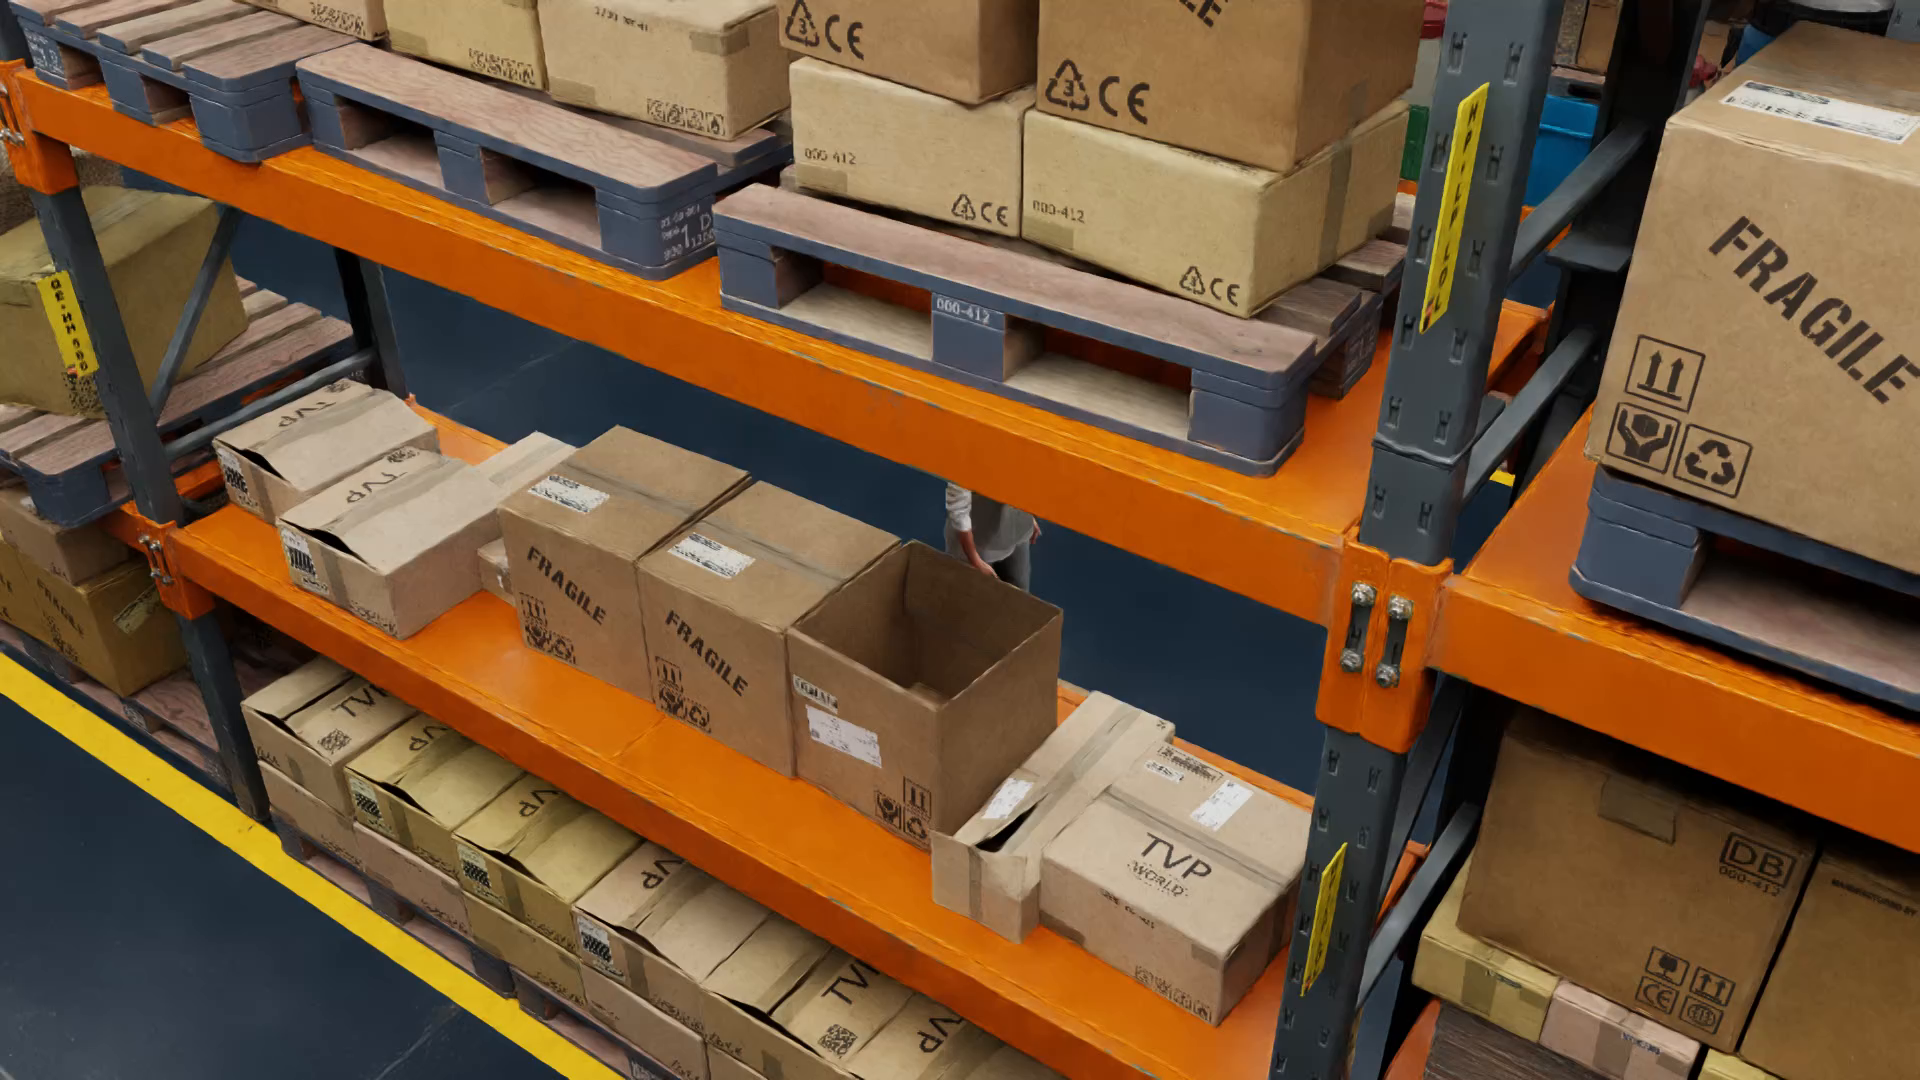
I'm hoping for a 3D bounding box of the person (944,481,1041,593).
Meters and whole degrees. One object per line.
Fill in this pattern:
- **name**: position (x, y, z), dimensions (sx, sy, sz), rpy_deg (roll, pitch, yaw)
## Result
- **person**: position (0.114, 0.004, 6.172), dimensions (0.359, 1.629, 0.445), rpy_deg (23, 41, 29)
